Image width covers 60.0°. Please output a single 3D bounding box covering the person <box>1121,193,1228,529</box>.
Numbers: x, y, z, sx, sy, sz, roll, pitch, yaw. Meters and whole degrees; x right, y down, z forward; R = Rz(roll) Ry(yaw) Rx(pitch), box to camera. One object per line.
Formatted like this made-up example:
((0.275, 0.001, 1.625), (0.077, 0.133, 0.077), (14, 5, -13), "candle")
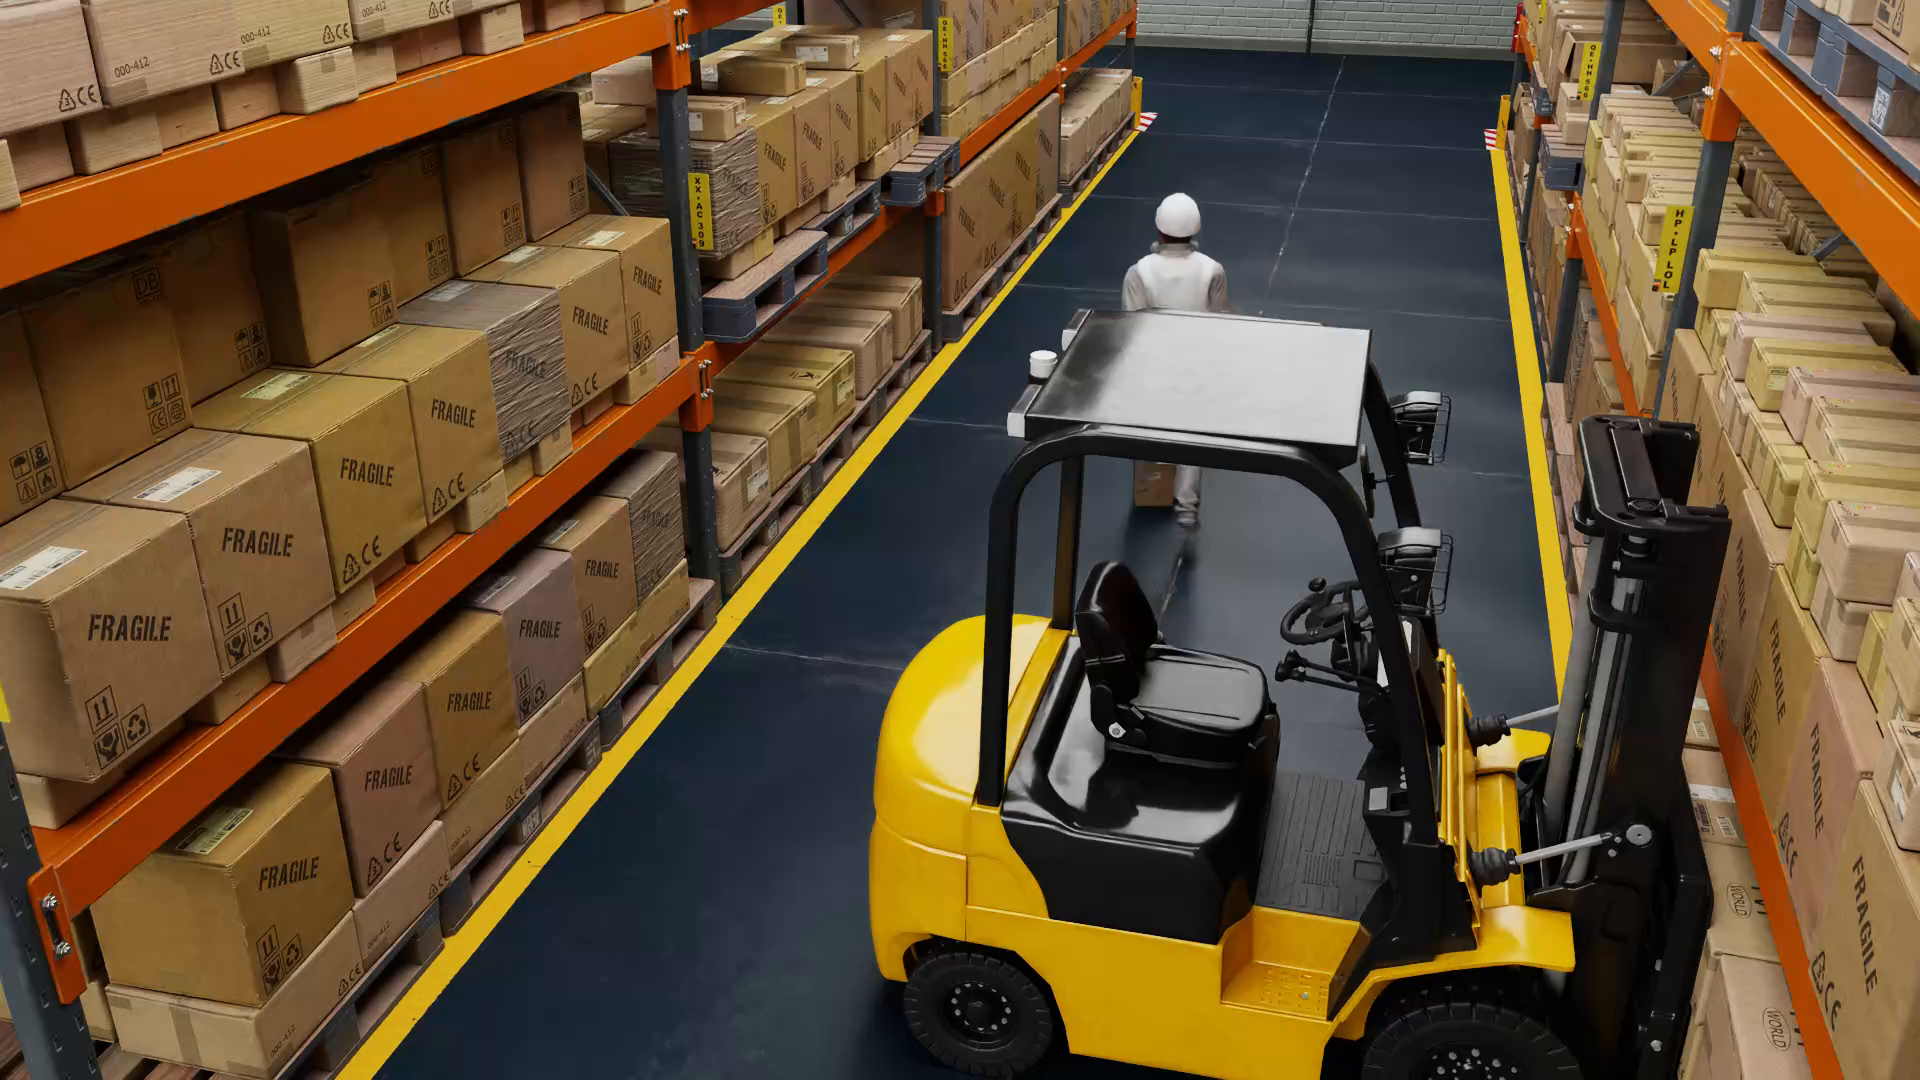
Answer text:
((1.086, -0.915, 8.521), (0.550, 1.731, 0.975), (2, 25, 5), "person")
